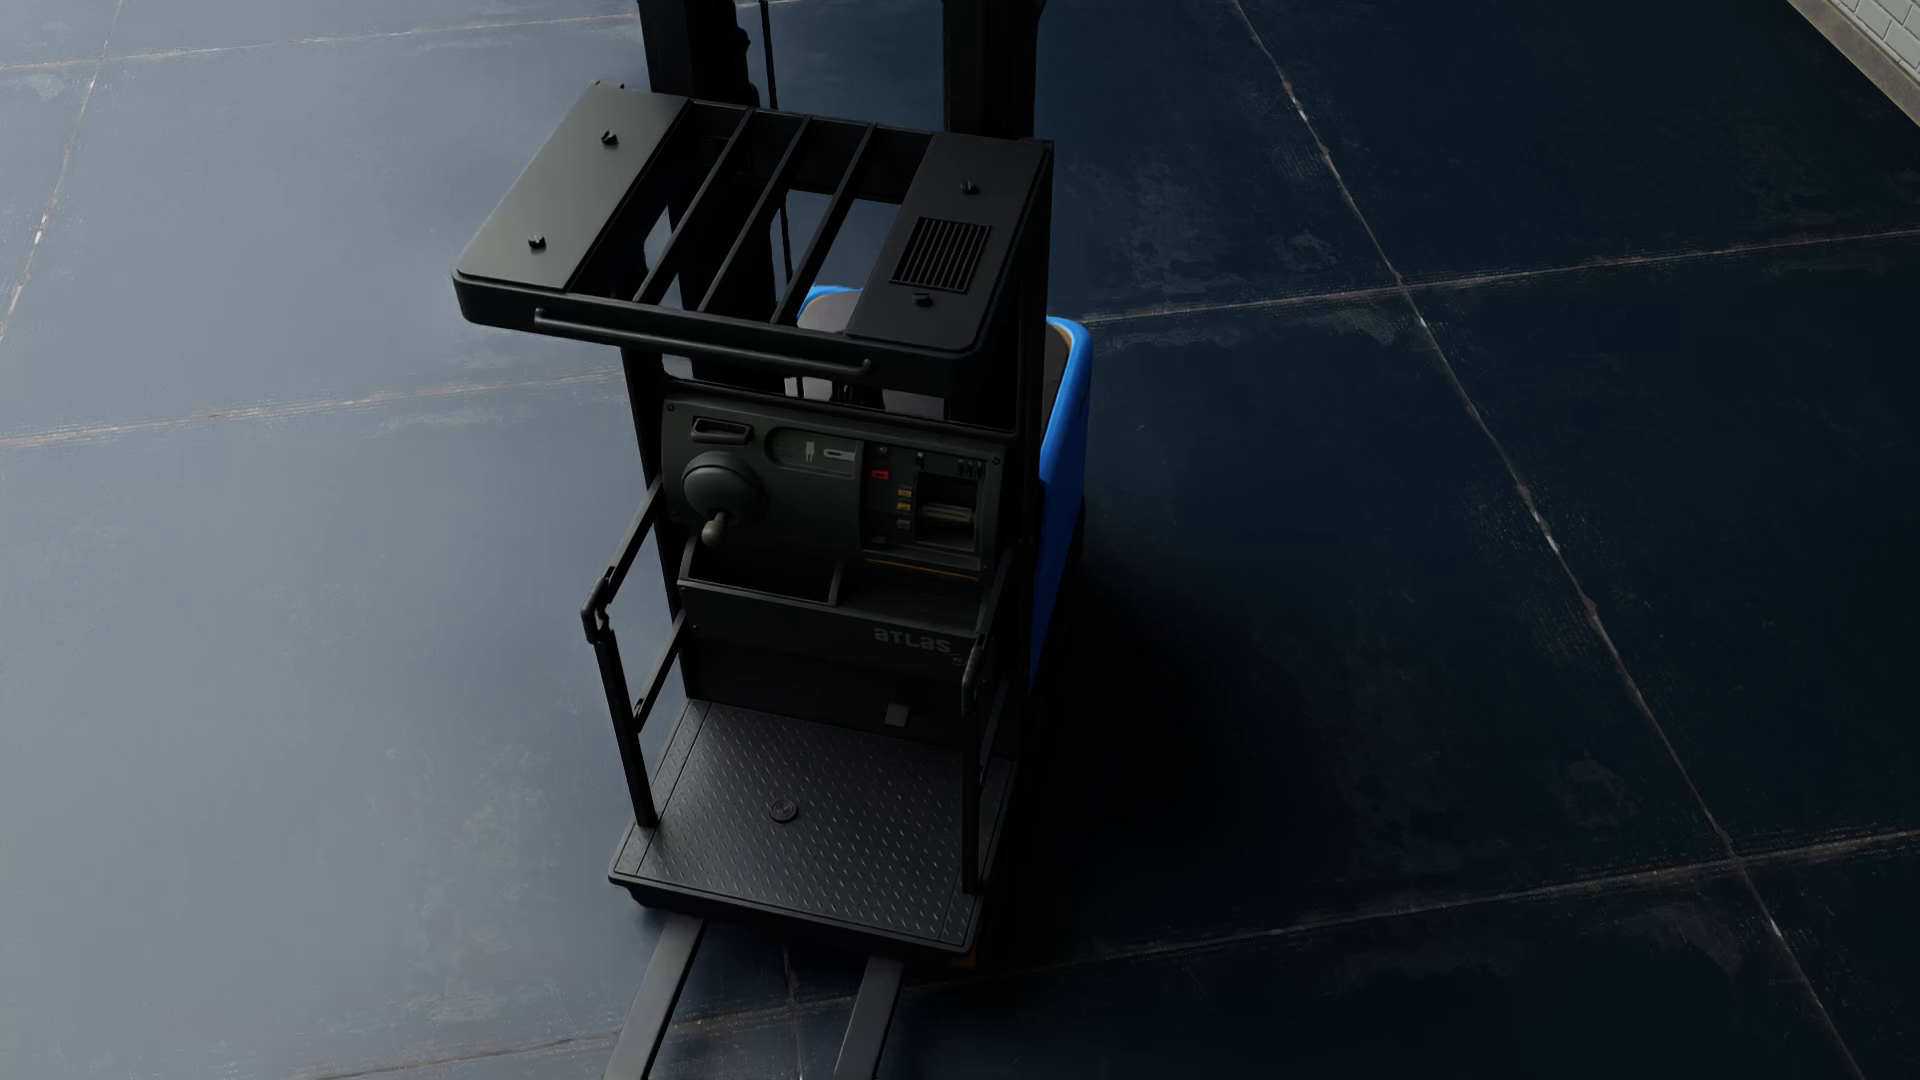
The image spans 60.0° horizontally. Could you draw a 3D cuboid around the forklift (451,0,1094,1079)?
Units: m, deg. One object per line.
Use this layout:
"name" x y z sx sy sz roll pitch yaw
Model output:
"forklift" -0.391 -0.038 4.251 1.130 2.935 3.031 10 47 9
